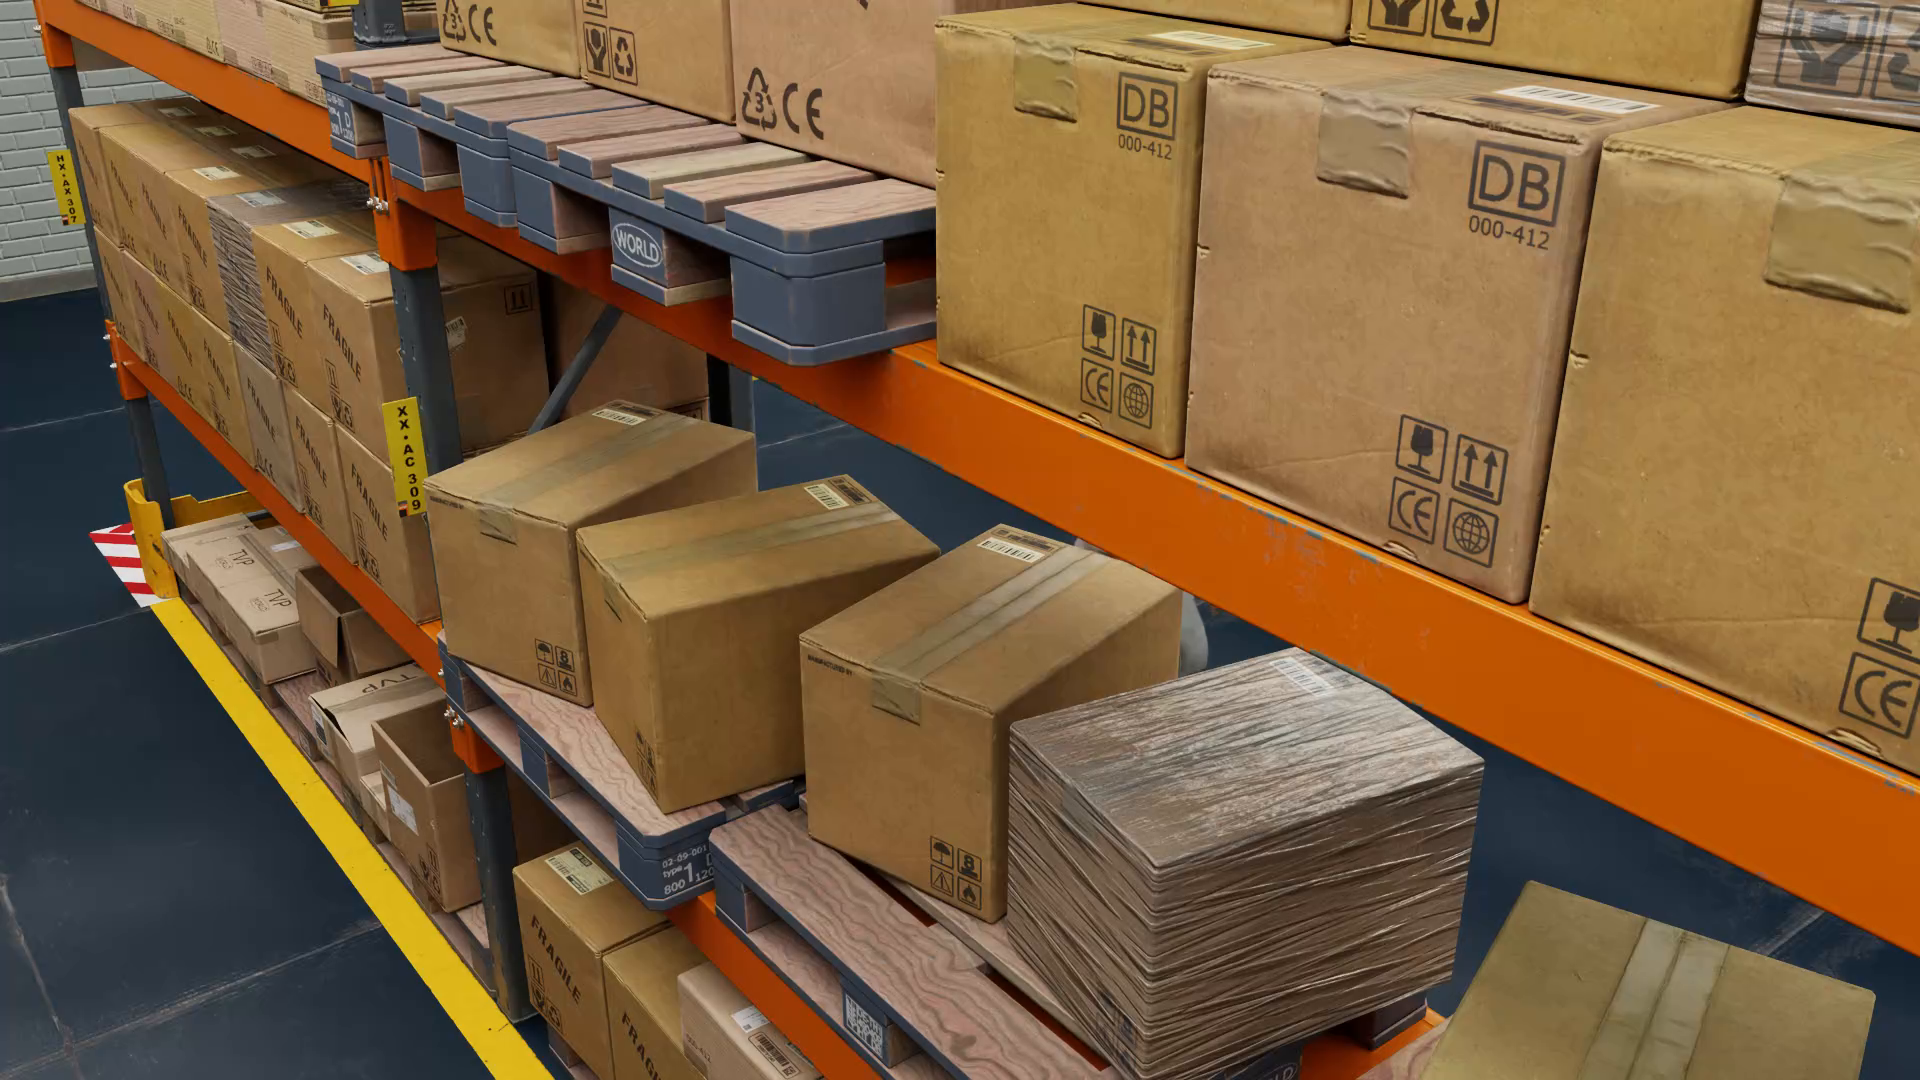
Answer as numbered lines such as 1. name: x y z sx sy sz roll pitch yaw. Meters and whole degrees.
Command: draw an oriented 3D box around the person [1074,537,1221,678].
1. person: 0.742 0.163 6.416 0.519 1.541 0.591 -18 30 -33
